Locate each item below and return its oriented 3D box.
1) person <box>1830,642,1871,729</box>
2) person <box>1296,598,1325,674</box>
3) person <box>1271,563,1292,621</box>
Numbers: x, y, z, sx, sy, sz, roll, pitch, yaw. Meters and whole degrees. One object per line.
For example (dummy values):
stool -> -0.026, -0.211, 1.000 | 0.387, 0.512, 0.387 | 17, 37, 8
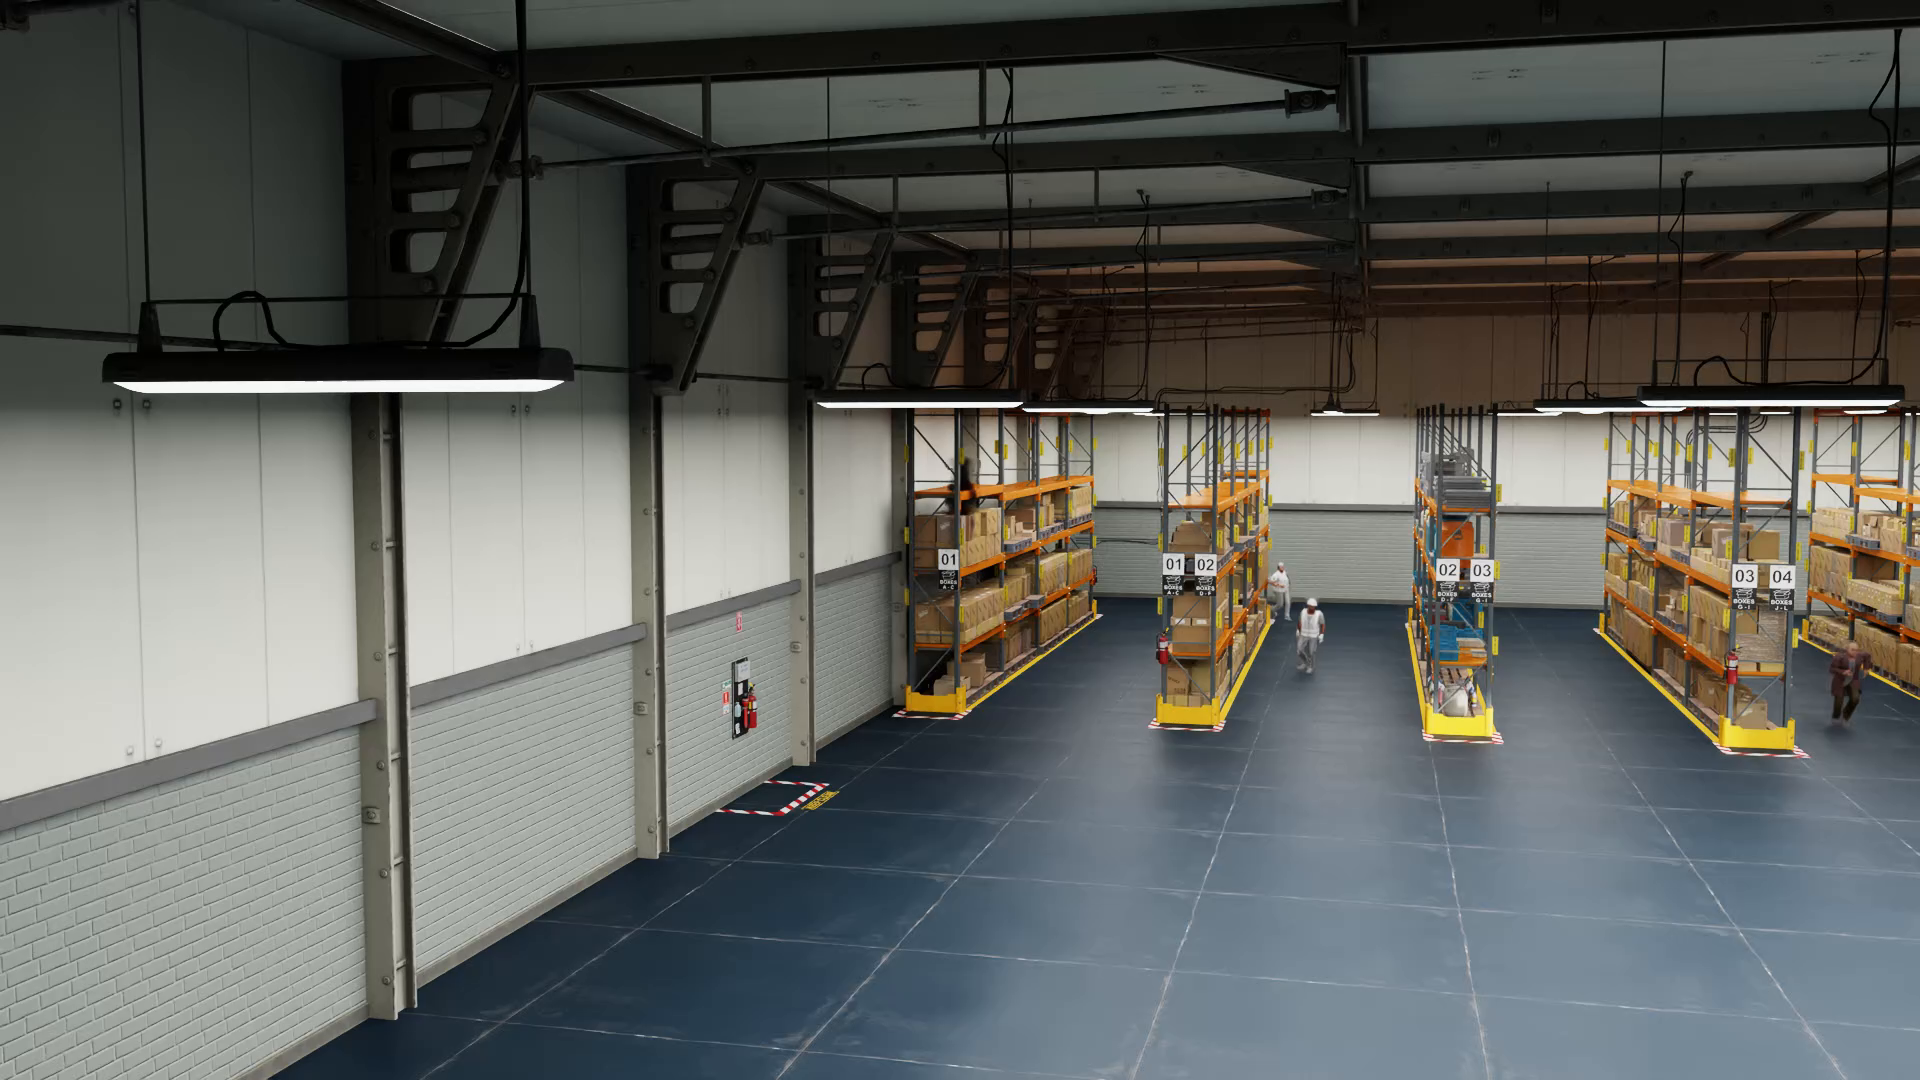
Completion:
person -> 16.411, 2.676, 30.716 | 0.757, 1.655, 1.023 | 1, 4, 8
person -> 7.809, 2.150, 37.136 | 0.703, 1.726, 0.640 | 2, 4, 21
person -> 9.144, 1.479, 47.489 | 0.650, 1.636, 0.781 | -3, 5, -32
